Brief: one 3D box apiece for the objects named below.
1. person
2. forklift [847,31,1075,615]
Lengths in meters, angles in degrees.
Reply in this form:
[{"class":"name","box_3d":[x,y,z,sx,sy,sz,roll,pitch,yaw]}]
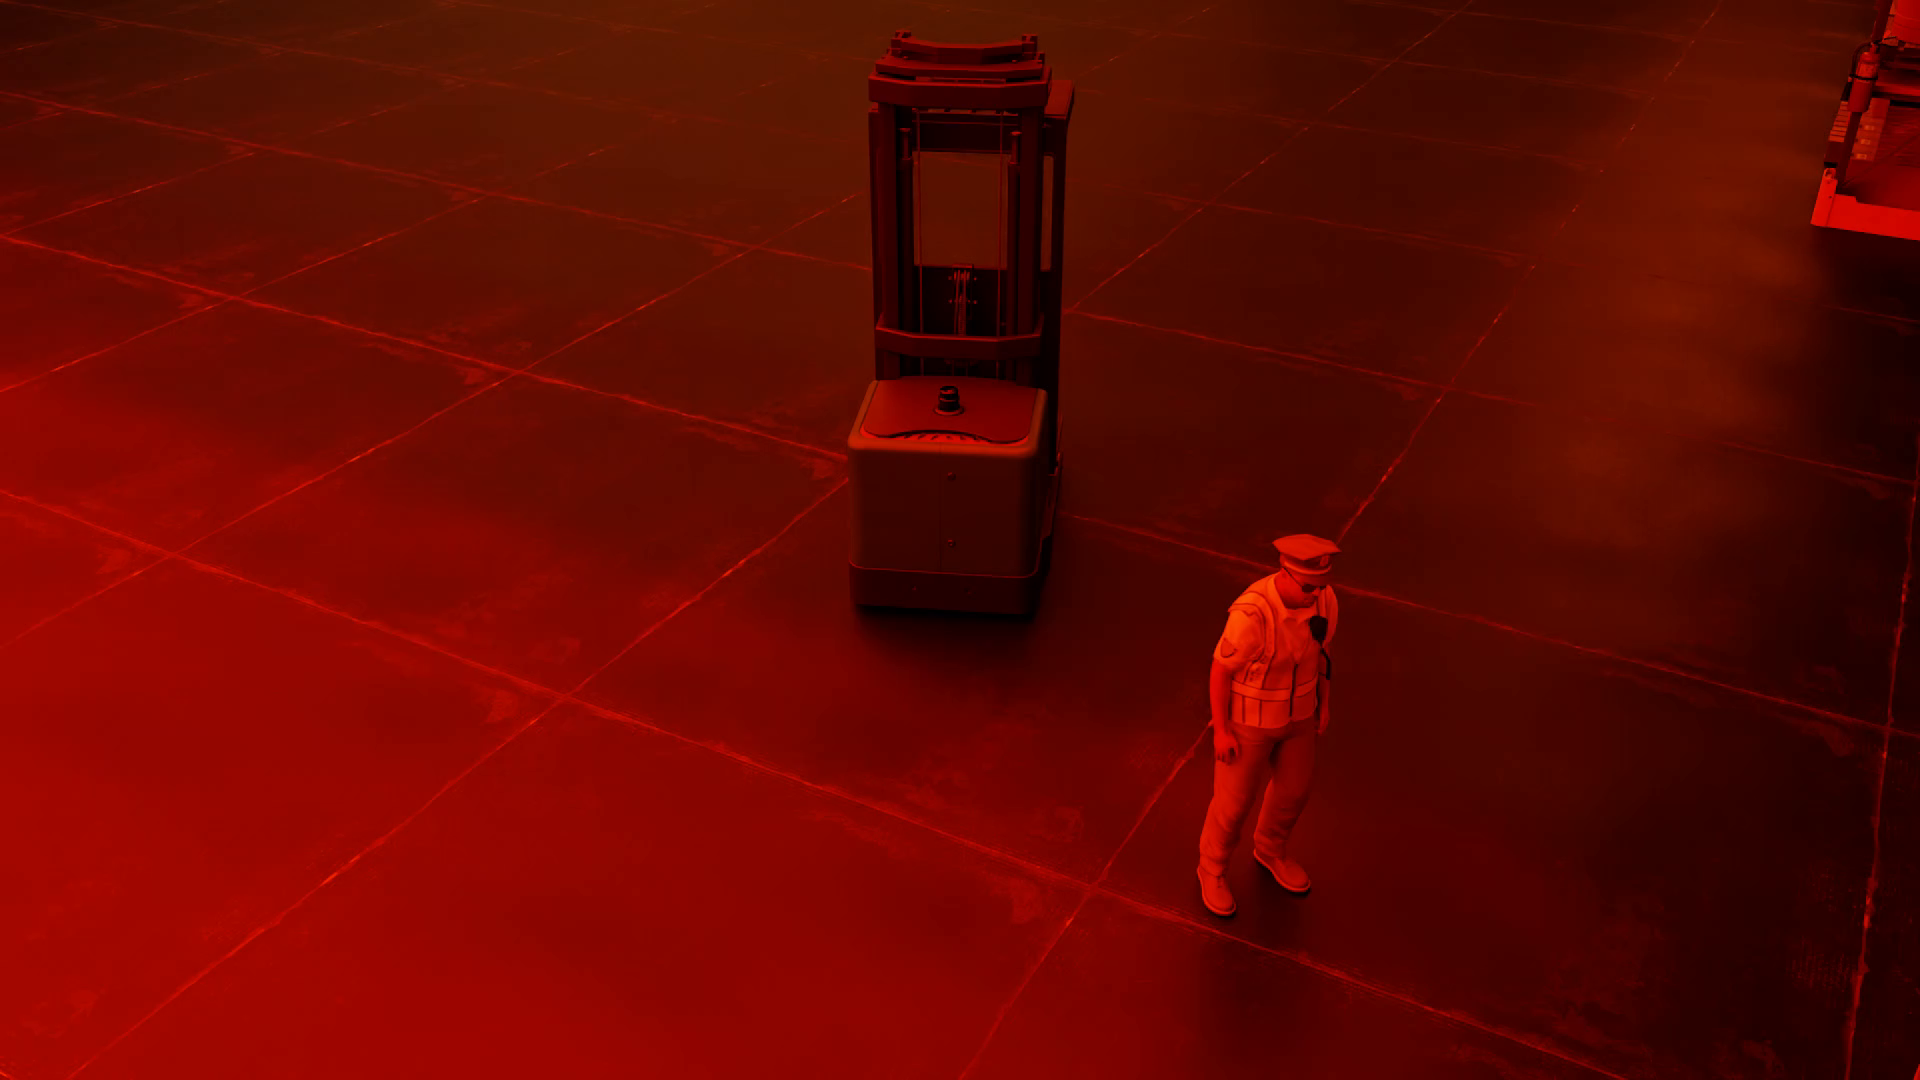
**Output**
[{"class":"person","box_3d":[1.294,0.731,6.987,0.599,1.747,0.443,-13,33,-22]},{"class":"forklift","box_3d":[0.072,-1.572,9.794,1.130,2.935,3.031,3,30,6]}]
